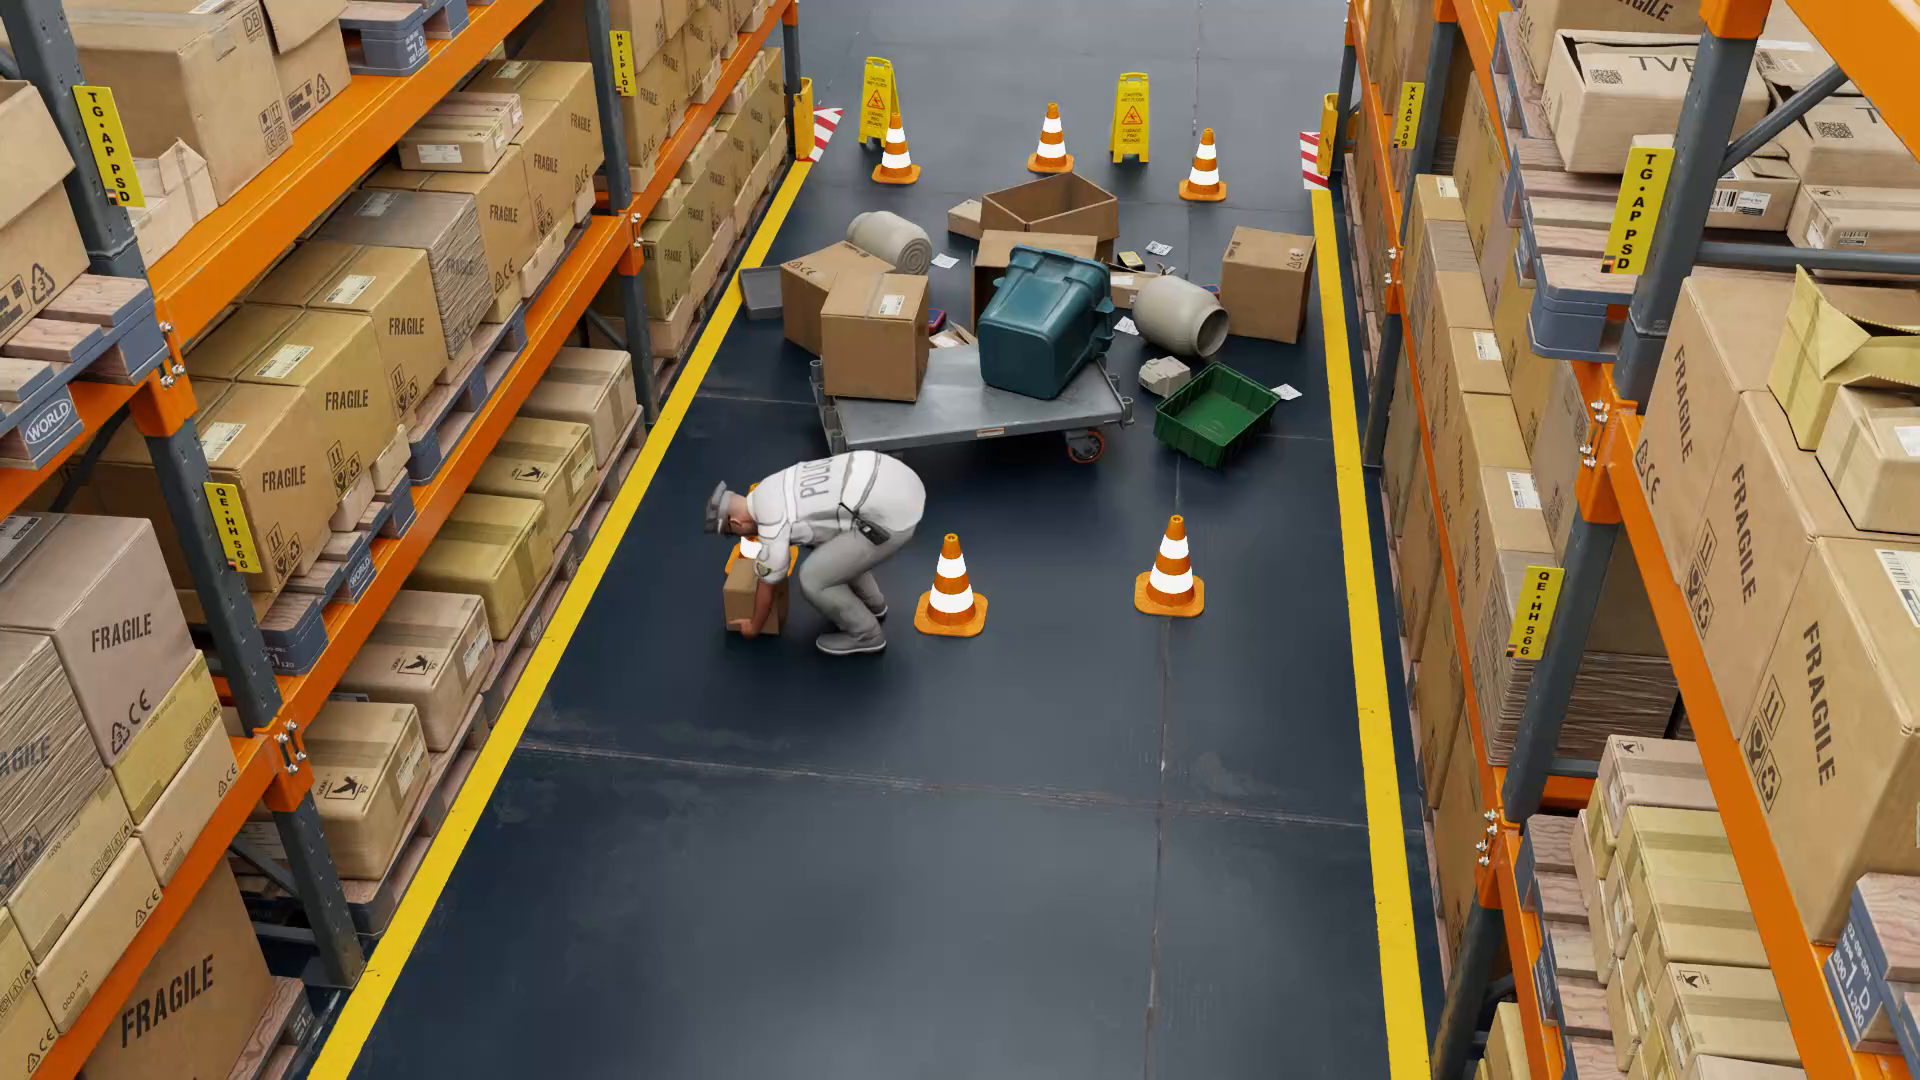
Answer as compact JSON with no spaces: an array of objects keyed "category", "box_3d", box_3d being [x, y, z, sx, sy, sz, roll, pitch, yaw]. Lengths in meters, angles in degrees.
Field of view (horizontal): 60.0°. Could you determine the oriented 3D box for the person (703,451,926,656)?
[{"category":"person","box_3d":[-0.671,0.040,7.673,1.022,0.939,0.534,3,36,4]}]
